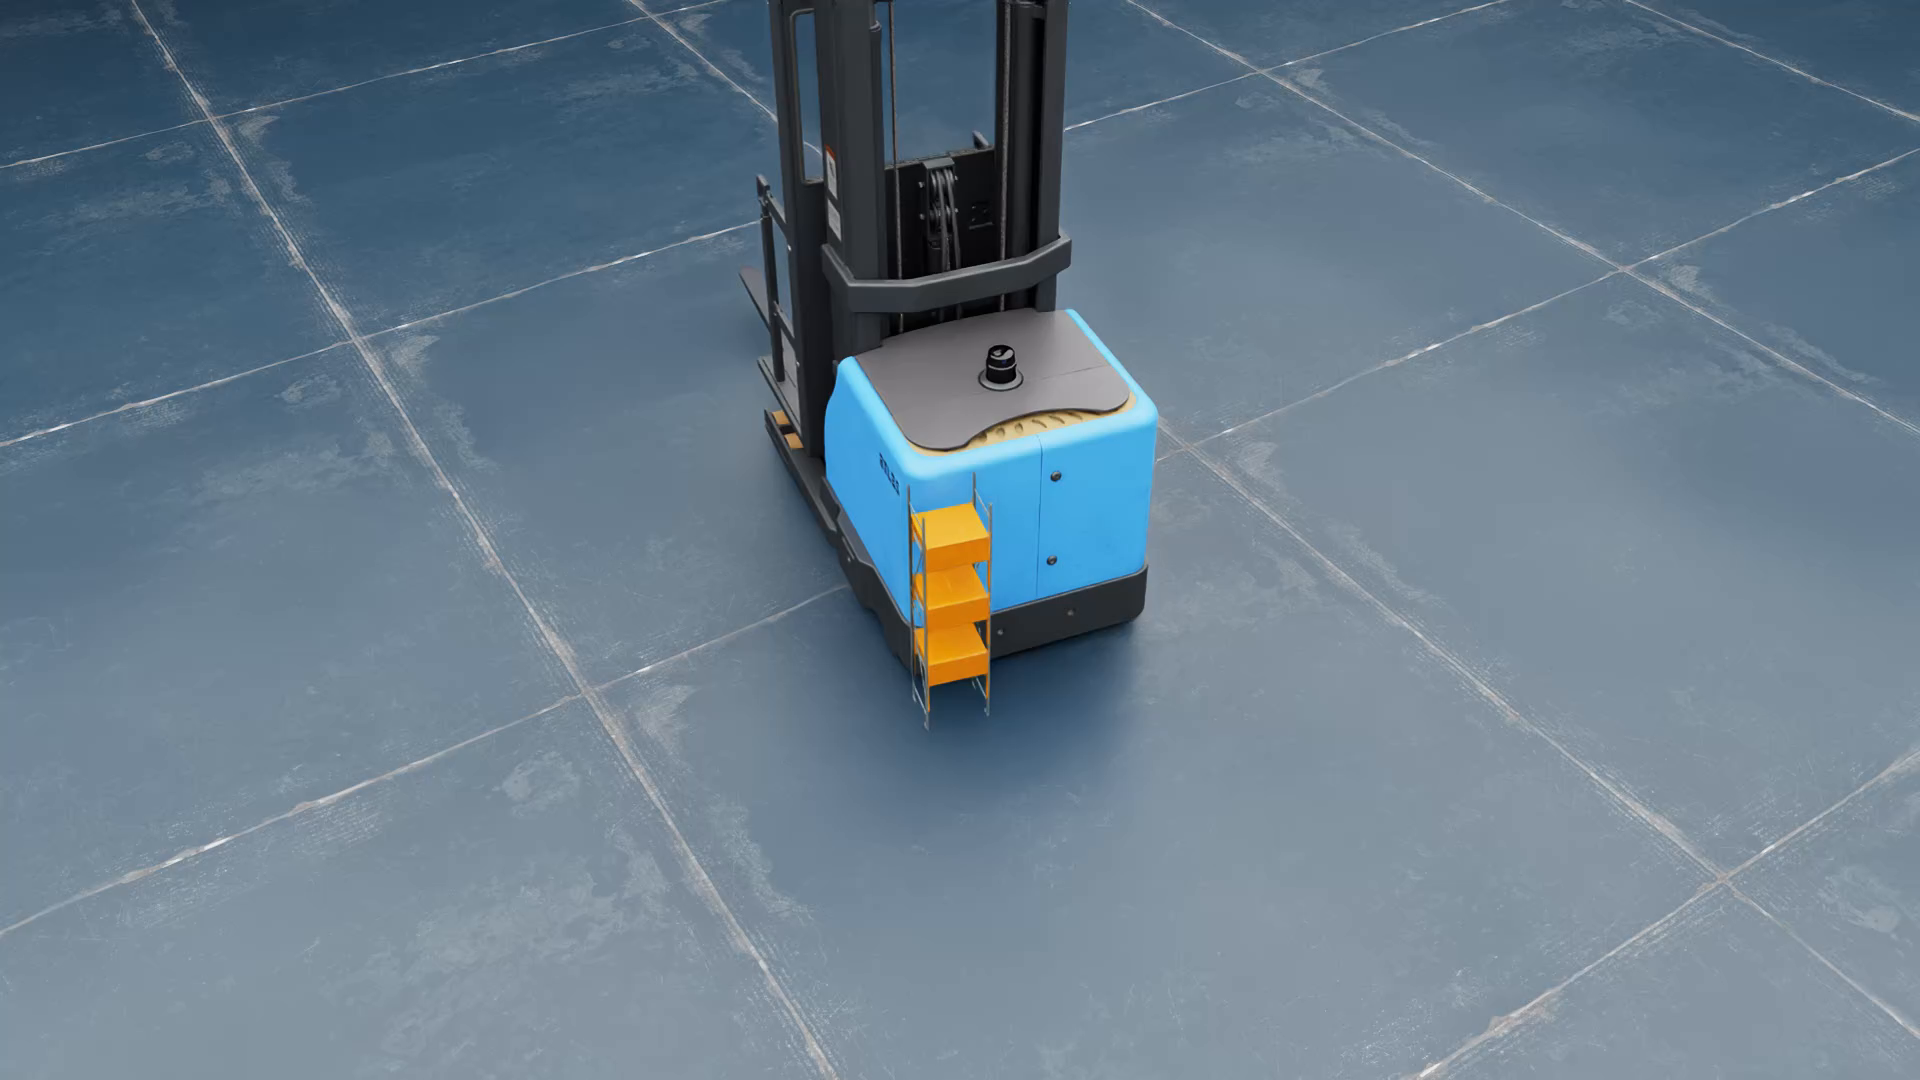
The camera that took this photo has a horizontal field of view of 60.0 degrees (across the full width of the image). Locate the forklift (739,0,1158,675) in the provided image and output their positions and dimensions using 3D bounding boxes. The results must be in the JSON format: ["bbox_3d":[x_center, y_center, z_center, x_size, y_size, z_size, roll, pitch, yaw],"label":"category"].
[{"bbox_3d":[-0.263,-1.545,6.815,1.130,2.935,3.031,-14,42,-17],"label":"forklift"}]

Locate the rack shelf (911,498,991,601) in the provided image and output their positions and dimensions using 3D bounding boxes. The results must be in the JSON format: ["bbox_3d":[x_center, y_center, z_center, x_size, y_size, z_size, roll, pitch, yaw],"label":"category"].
[{"bbox_3d":[-0.038,0.034,5.962,0.240,0.259,0.215,-12,41,-14],"label":"rack shelf"}]

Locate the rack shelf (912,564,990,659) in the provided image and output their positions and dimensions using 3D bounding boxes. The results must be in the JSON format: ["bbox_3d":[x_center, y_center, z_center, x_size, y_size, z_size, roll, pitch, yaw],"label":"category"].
[{"bbox_3d":[-0.038,0.252,6.144,0.240,0.259,0.215,-12,41,-14],"label":"rack shelf"}]

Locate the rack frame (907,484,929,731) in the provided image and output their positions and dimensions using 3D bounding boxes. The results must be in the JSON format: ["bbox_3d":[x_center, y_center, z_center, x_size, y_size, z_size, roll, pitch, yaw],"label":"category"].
[{"bbox_3d":[-0.154,0.268,6.108,0.008,1.050,0.200,-12,41,-14],"label":"rack frame"}]

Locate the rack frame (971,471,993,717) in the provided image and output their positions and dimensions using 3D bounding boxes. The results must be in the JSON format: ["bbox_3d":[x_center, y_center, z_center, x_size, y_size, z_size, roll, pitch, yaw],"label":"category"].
[{"bbox_3d":[0.079,0.220,6.166,0.008,1.050,0.200,-12,41,-14],"label":"rack frame"}]

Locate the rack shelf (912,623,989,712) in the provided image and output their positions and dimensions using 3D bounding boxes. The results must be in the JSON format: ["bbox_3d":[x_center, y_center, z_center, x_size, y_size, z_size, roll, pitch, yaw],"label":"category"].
[{"bbox_3d":[-0.038,0.466,6.322,0.240,0.259,0.215,-12,41,-14],"label":"rack shelf"}]

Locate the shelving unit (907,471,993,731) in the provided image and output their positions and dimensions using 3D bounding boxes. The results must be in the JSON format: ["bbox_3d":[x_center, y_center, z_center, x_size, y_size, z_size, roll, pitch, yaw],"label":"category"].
[{"bbox_3d":[-0.038,0.244,6.137,0.252,1.050,0.215,-12,41,-14],"label":"shelving unit"}]
